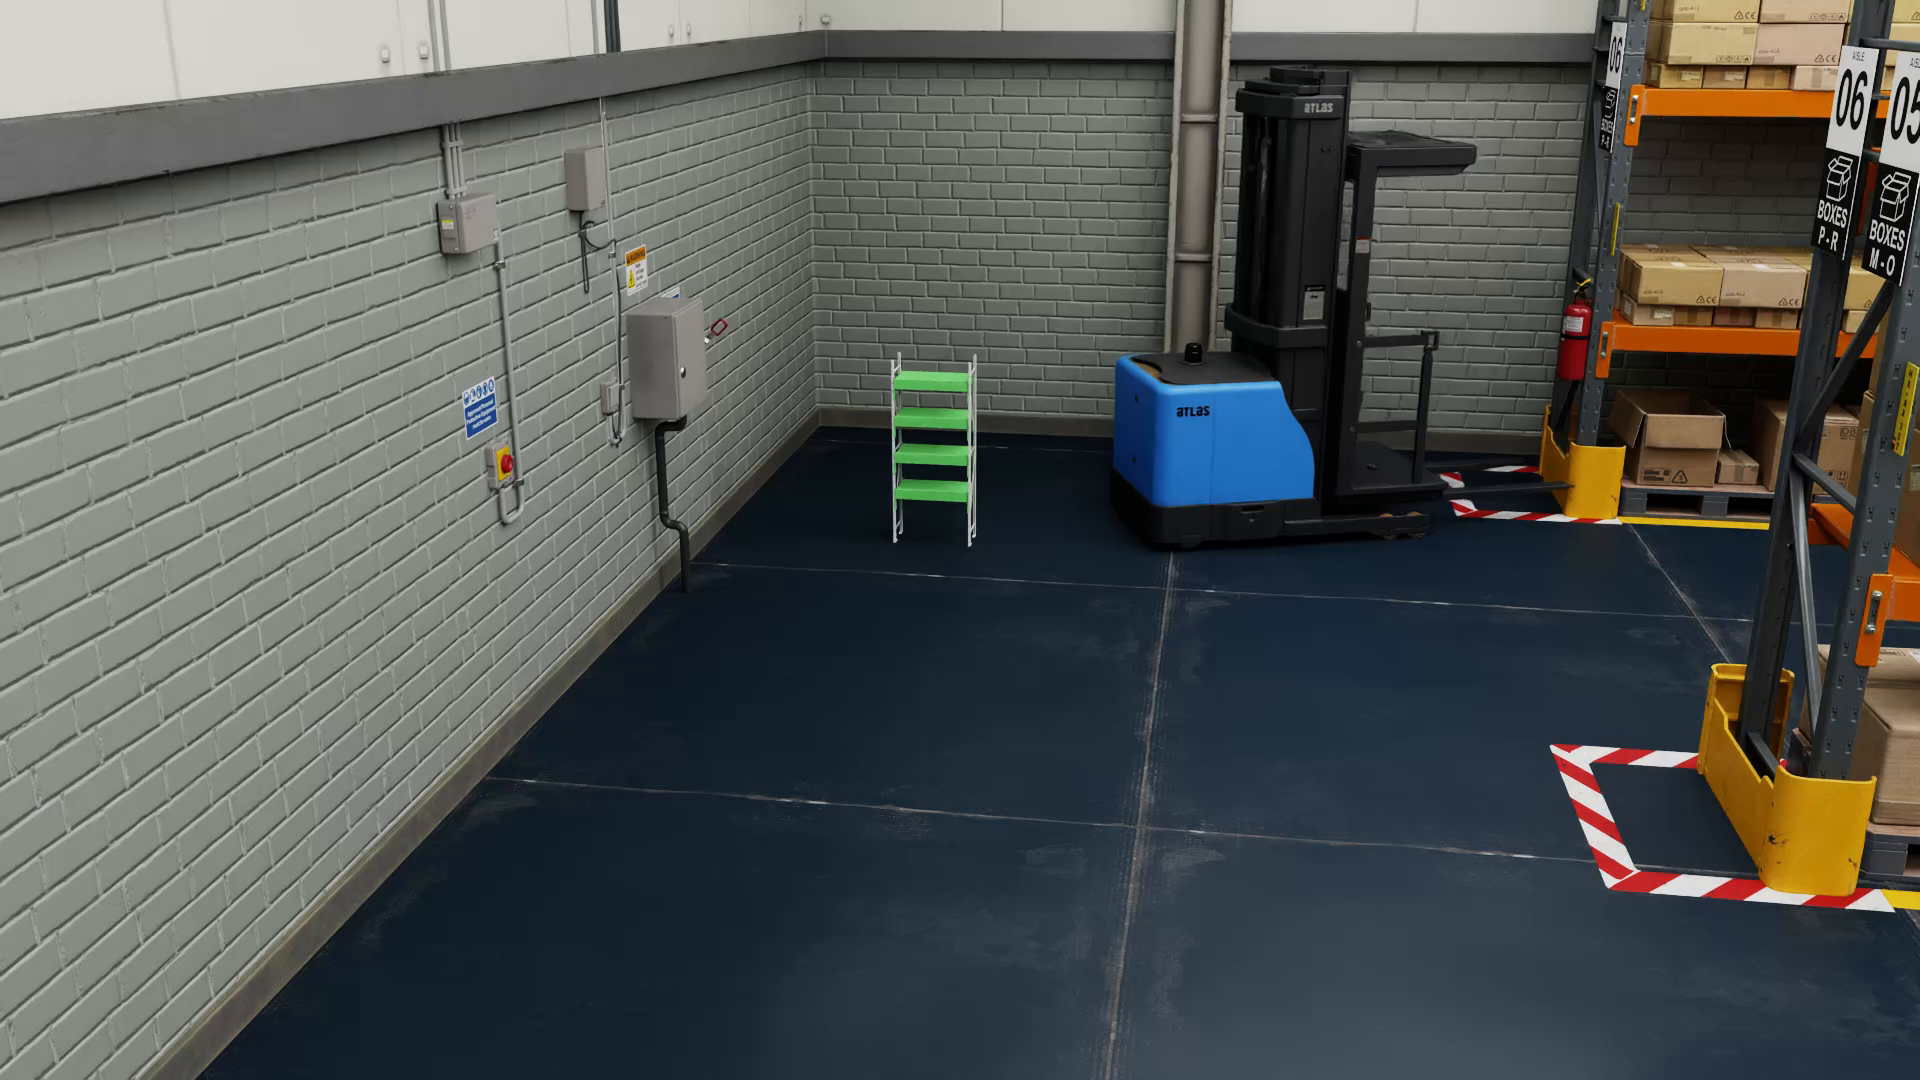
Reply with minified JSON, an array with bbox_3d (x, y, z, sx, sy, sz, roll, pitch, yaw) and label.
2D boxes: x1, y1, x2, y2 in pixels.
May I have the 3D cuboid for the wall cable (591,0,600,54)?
[{"bbox_3d":[-2.037,-3.475,7.008,0.029,3.000,2.355,3,19,9],"label":"wall cable"}]

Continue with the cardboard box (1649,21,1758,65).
[{"bbox_3d":[4.680,-3.137,10.490,0.500,0.250,0.500,3,19,8],"label":"cardboard box"}]

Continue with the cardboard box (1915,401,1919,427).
[{"bbox_3d":[3.930,-0.605,6.151,0.500,0.500,0.500,3,19,7],"label":"cardboard box"}]

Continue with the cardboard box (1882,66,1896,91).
[{"bbox_3d":[5.820,-2.895,10.395,0.250,0.149,0.380,3,19,8],"label":"cardboard box"}]

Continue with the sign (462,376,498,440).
[{"bbox_3d":[-2.137,-0.589,7.412,0.001,0.218,0.327,3,19,9],"label":"sign"}]

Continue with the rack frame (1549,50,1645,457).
[{"bbox_3d":[4.285,-1.752,11.312,0.127,3.000,1.000,3,19,9],"label":"rack frame"}]

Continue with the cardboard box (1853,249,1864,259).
[{"bbox_3d":[6.295,-1.803,11.232,0.500,0.250,0.500,3,19,9],"label":"cardboard box"}]

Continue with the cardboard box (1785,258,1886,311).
[{"bbox_3d":[5.689,-1.665,10.820,0.500,0.250,0.500,3,19,8],"label":"cardboard box"}]

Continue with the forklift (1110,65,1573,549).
[{"bbox_3d":[2.596,-1.554,10.828,3.031,2.935,1.130,-4,19,-11],"label":"forklift"}]

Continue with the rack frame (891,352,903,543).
[{"bbox_3d":[-0.404,-0.590,10.674,0.015,1.200,0.240,3,19,9],"label":"rack frame"}]

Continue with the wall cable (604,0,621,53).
[{"bbox_3d":[-1.558,-4.364,9.604,0.133,3.039,2.988,3,19,9],"label":"wall cable"}]

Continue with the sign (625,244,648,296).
[{"bbox_3d":[-1.805,-1.509,9.284,0.001,0.242,0.339,3,19,9],"label":"sign"}]

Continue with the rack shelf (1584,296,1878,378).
[{"bbox_3d":[6.260,-1.310,11.126,4.000,0.370,1.077,3,19,9],"label":"rack shelf"}]

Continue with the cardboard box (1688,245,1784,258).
[{"bbox_3d":[5.291,-1.856,11.389,0.500,0.250,0.500,3,19,9],"label":"cardboard box"}]

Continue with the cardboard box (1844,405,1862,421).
[{"bbox_3d":[6.218,-0.592,11.123,0.500,0.500,0.500,3,19,10],"label":"cardboard box"}]

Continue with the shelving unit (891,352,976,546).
[{"bbox_3d":[-0.163,-0.577,10.638,0.503,1.200,0.258,3,19,9],"label":"shelving unit"}]

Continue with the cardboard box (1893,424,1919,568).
[{"bbox_3d":[3.930,-0.130,6.307,0.500,0.500,0.500,3,19,8],"label":"cardboard box"}]

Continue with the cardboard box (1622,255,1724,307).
[{"bbox_3d":[4.691,-1.715,10.968,0.500,0.250,0.500,3,19,9],"label":"cardboard box"}]

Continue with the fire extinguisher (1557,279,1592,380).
[{"bbox_3d":[4.067,-1.401,10.973,0.183,0.674,0.296,3,19,9],"label":"fire extinguisher"}]

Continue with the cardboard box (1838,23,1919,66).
[{"bbox_3d":[5.689,-3.088,10.344,0.500,0.250,0.500,2,19,7],"label":"cardboard box"}]

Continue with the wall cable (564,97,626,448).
[{"bbox_3d":[-1.856,-1.400,8.659,0.122,1.984,0.588,3,19,9],"label":"wall cable"}]

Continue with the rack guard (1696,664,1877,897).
[{"bbox_3d":[3.478,0.987,7.064,0.348,0.500,1.175,3,19,9],"label":"rack guard"}]

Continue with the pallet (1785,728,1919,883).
[{"bbox_3d":[4.304,1.141,7.060,1.213,0.211,1.003,3,19,9],"label":"pallet"}]

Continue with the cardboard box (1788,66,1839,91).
[{"bbox_3d":[5.307,-2.899,10.407,0.250,0.149,0.380,3,19,10],"label":"cardboard box"}]

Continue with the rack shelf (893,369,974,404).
[{"bbox_3d":[-0.163,-0.972,10.506,0.480,0.148,0.258,3,19,9],"label":"rack shelf"}]

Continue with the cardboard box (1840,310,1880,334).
[{"bbox_3d":[5.831,-1.450,10.805,0.250,0.149,0.380,2,19,7],"label":"cardboard box"}]

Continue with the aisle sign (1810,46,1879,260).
[{"bbox_3d":[3.480,-1.530,6.553,0.004,0.787,0.394,3,19,9],"label":"aisle sign"}]

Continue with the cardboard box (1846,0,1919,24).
[{"bbox_3d":[5.681,-3.328,10.275,0.500,0.250,0.500,3,19,8],"label":"cardboard box"}]

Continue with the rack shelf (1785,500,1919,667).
[{"bbox_3d":[5.476,0.245,6.477,4.000,0.370,1.077,3,19,9],"label":"rack shelf"}]

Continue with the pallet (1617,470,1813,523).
[{"bbox_3d":[5.148,-0.386,11.624,1.213,0.211,1.003,3,19,9],"label":"pallet"}]

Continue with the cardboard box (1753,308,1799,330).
[{"bbox_3d":[5.330,-1.498,10.948,0.250,0.149,0.380,4,19,10],"label":"cardboard box"}]

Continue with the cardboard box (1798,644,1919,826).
[{"bbox_3d":[4.169,0.821,6.998,0.875,0.438,0.875,2,19,7],"label":"cardboard box"}]

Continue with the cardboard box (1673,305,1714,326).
[{"bbox_3d":[4.825,-1.532,11.051,0.250,0.149,0.380,3,19,10],"label":"cardboard box"}]

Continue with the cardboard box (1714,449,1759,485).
[{"bbox_3d":[5.288,-0.505,11.417,0.250,0.149,0.380,2,19,6],"label":"cardboard box"}]

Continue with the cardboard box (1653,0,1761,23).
[{"bbox_3d":[4.684,-3.381,10.432,0.500,0.250,0.500,3,19,8],"label":"cardboard box"}]

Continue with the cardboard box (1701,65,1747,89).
[{"bbox_3d":[4.826,-2.962,10.596,0.250,0.149,0.380,3,19,10],"label":"cardboard box"}]

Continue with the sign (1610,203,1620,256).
[{"bbox_3d":[4.199,-1.993,10.667,0.005,0.325,0.100,3,19,9],"label":"sign"}]

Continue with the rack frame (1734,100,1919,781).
[{"bbox_3d":[3.502,-0.197,6.664,0.127,3.000,1.000,3,19,9],"label":"rack frame"}]

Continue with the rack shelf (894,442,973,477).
[{"bbox_3d":[-0.163,-0.517,10.658,0.480,0.148,0.258,3,19,9],"label":"rack shelf"}]
